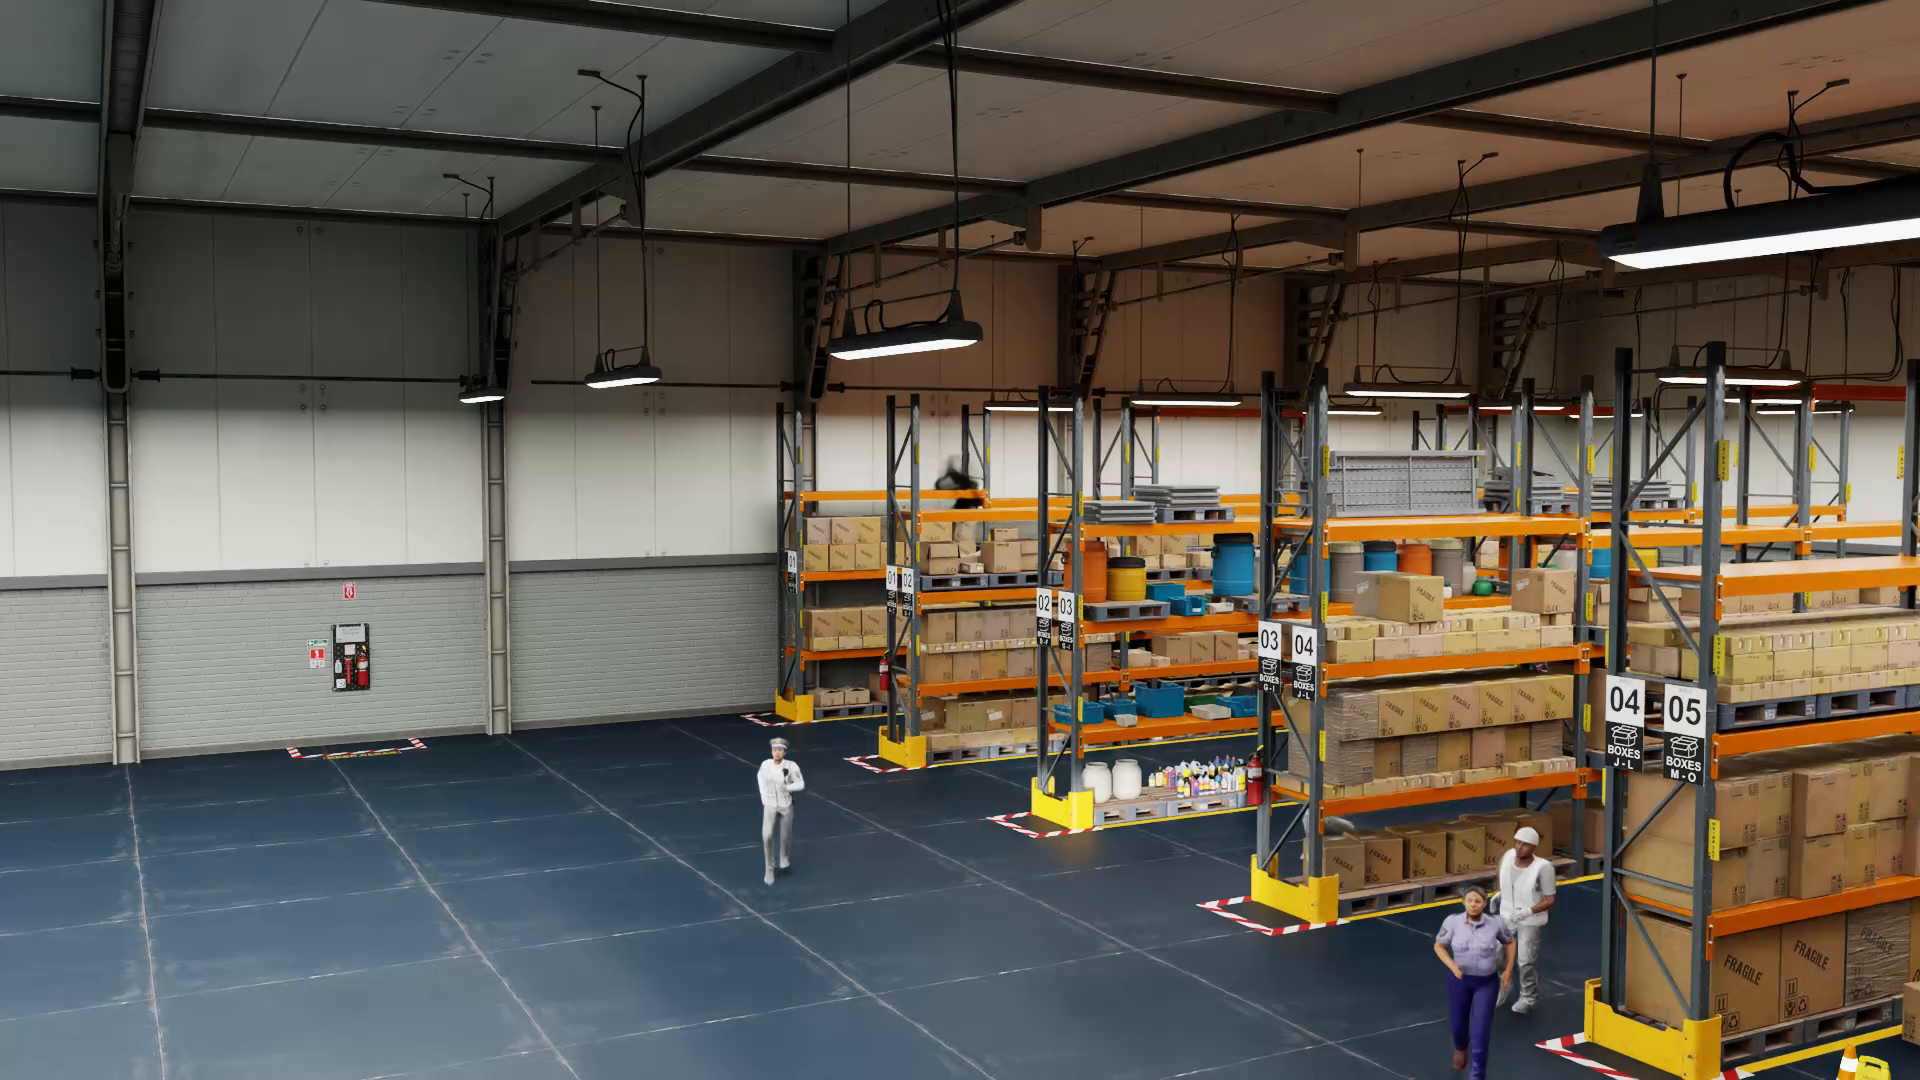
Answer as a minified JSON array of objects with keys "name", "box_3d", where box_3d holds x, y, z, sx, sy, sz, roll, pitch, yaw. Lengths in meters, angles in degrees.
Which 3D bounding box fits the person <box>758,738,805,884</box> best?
[{"name":"person","box_3d":[-2.143,3.209,19.909,0.591,1.742,0.775,0,3,0]}]

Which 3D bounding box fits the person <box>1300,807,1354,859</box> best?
[{"name":"person","box_3d":[4.577,3.114,20.859,0.826,1.735,0.715,-2,4,-37]}]

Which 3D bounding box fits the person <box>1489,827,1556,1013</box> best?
[{"name":"person","box_3d":[5.040,3.440,15.018,0.664,1.744,0.680,-3,4,-41]}]

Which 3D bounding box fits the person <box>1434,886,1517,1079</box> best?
[{"name":"person","box_3d":[4.139,3.602,13.384,0.629,1.648,0.802,1,3,20]}]
